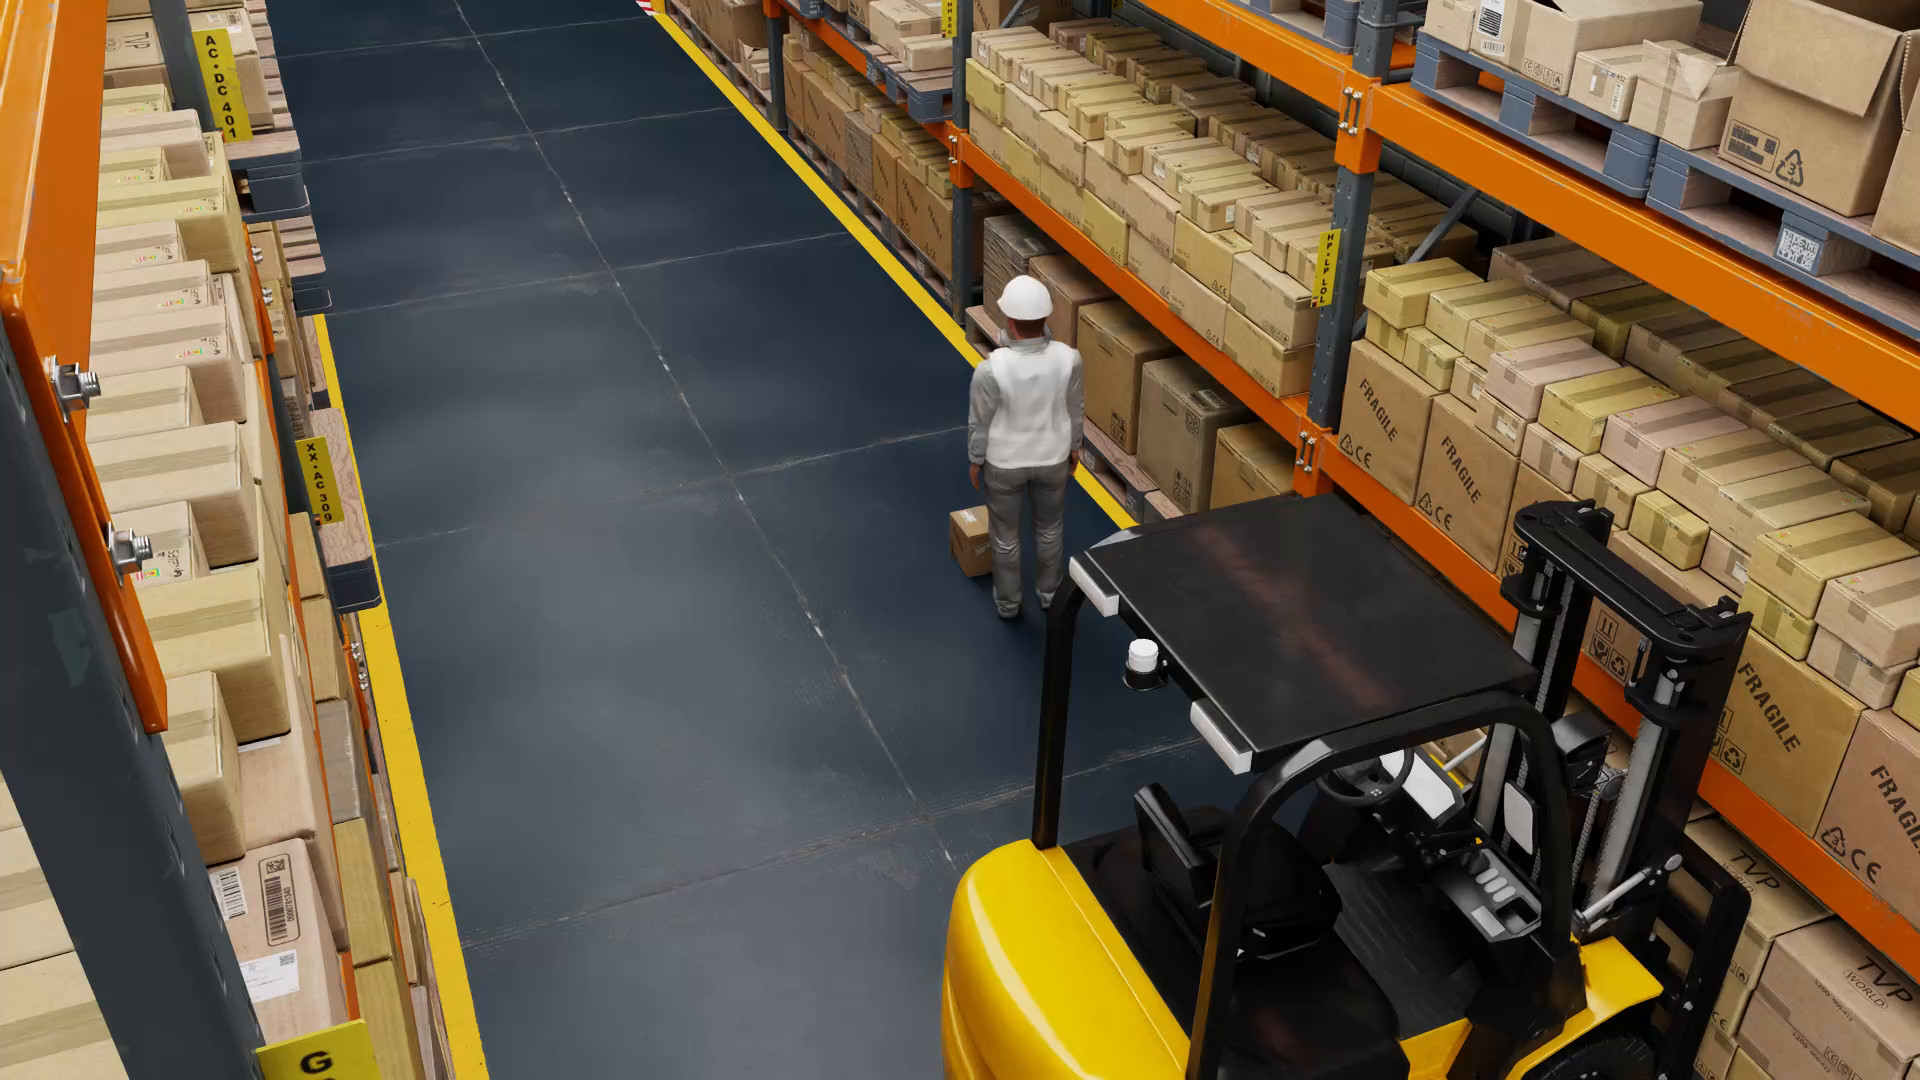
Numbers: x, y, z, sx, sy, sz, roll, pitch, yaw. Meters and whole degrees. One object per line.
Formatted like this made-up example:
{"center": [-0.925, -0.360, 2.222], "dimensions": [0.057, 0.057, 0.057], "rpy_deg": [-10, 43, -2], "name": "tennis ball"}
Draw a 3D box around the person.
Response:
{"center": [0.288, -0.397, 7.725], "dimensions": [0.548, 1.807, 0.413], "rpy_deg": [-7, 34, -11], "name": "person"}
